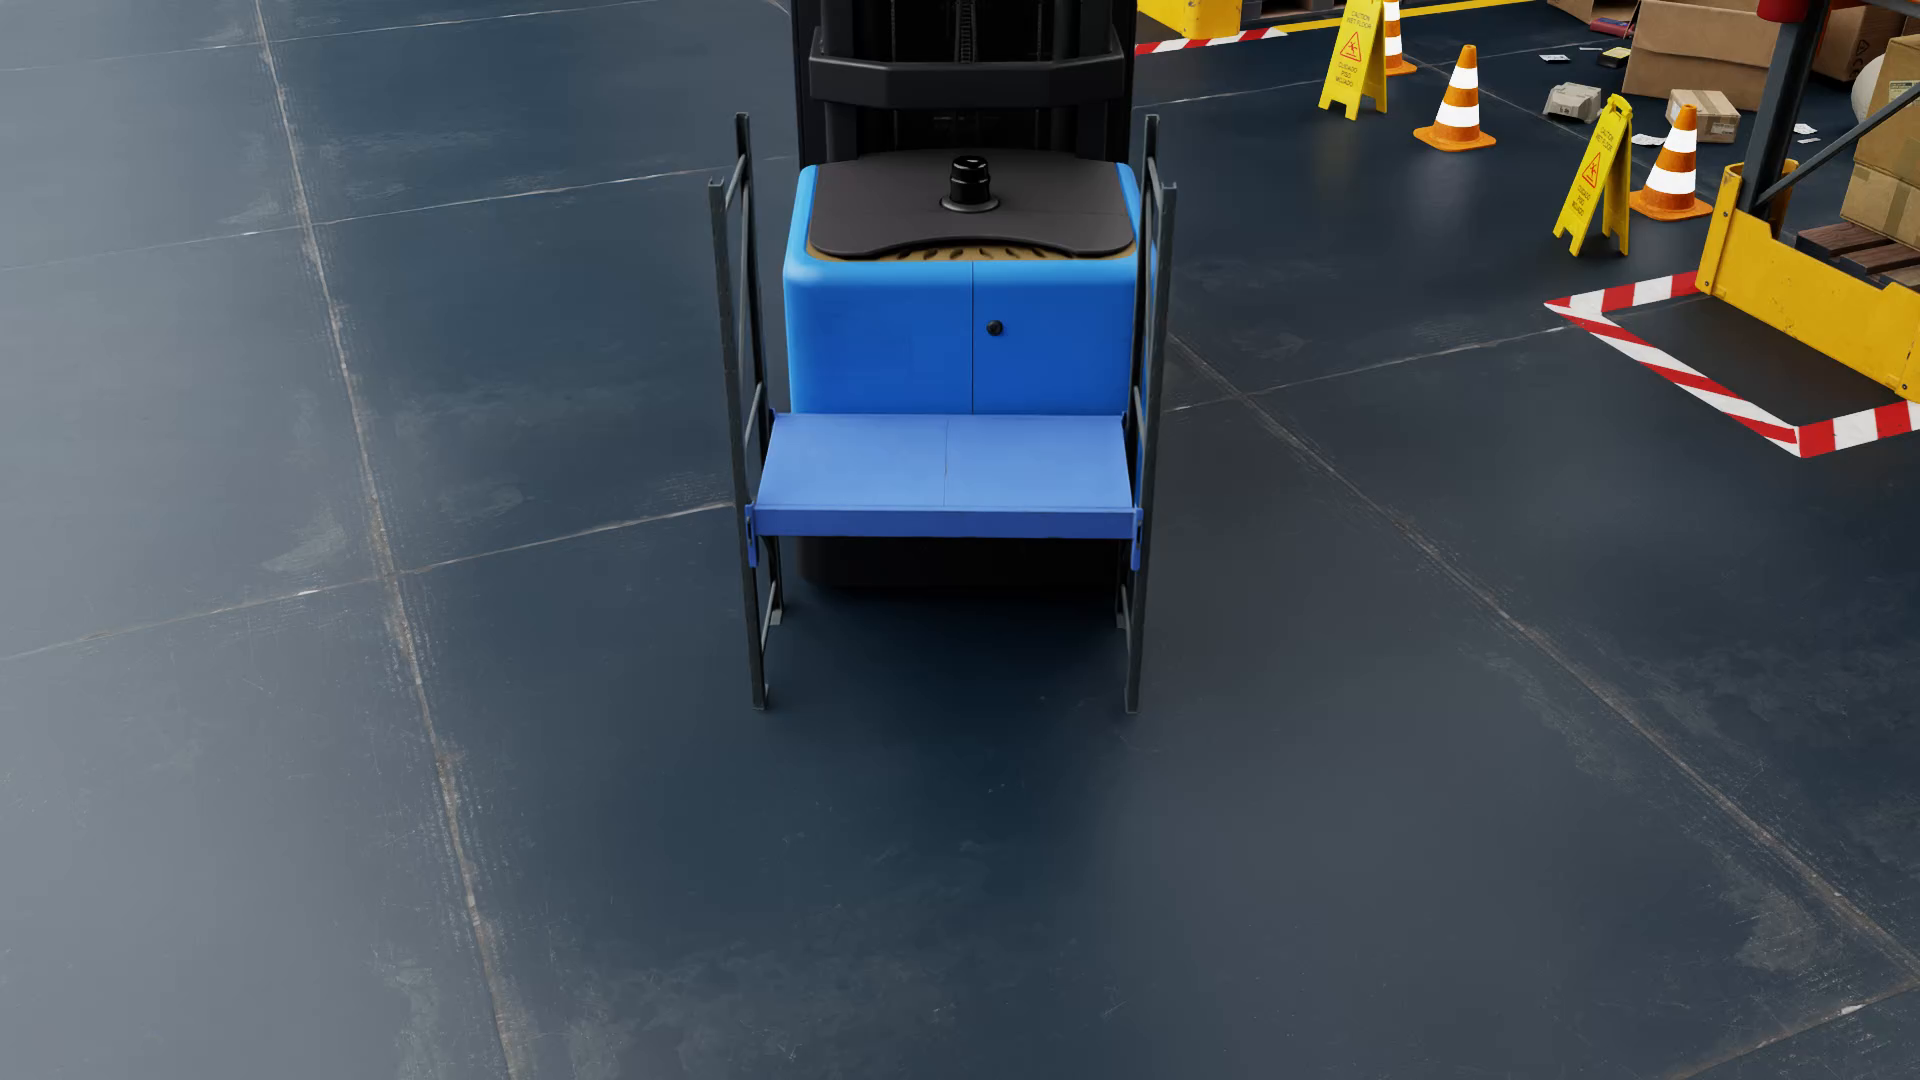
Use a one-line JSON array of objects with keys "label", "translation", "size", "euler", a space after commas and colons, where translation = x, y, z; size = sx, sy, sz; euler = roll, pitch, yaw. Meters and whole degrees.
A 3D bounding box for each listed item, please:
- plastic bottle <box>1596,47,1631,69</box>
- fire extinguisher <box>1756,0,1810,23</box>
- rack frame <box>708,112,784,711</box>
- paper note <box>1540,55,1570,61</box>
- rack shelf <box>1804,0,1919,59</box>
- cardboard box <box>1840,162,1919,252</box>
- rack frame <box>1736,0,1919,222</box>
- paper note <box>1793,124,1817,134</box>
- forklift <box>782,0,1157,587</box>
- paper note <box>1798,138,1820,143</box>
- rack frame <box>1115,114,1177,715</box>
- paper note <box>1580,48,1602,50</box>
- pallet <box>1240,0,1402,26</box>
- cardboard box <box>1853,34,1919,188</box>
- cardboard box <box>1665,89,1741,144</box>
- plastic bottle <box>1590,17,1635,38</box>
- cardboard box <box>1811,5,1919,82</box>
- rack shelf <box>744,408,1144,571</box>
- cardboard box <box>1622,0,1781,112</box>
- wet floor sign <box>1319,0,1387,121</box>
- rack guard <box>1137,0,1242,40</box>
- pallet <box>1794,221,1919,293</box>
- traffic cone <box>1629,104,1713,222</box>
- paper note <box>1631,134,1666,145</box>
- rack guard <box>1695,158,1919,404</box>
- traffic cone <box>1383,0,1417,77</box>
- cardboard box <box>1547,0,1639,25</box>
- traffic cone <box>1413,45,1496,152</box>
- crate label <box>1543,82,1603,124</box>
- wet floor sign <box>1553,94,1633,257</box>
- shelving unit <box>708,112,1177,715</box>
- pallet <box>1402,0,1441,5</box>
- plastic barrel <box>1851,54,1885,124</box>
[{"label": "plastic bottle", "translation": [3.729, -2.733, 9.394], "size": [0.283, 0.061, 0.133], "euler": [-27, 42, -35]}, {"label": "fire extinguisher", "translation": [3.042, -2.221, 5.983], "size": [0.183, 0.674, 0.296], "euler": [-13, 35, -19]}, {"label": "rack frame", "translation": [-0.545, -0.298, 4.333], "size": [0.032, 1.500, 0.500], "euler": [1, 33, 1]}, {"label": "paper note", "translation": [3.382, -2.737, 9.429], "size": [0.142, 0.017, 0.144], "euler": [-2, 33, -2]}, {"label": "rack shelf", "translation": [5.170, -2.166, 6.488], "size": [4.000, 0.370, 1.077], "euler": [-13, 35, -19]}, {"label": "cardboard box", "translation": [3.990, -1.380, 6.757], "size": [0.500, 0.250, 0.500], "euler": [-13, 35, -19]}, {"label": "rack frame", "translation": [3.326, -2.045, 5.643], "size": [0.127, 3.000, 1.000], "euler": [-13, 35, -19]}, {"label": "paper note", "translation": [4.269, -2.101, 8.461], "size": [0.142, 0.019, 0.148], "euler": [-2, 33, -2]}, {"label": "forklift", "translation": [0.007, -1.859, 5.419], "size": [1.130, 2.935, 3.031], "euler": [-1, 33, -1]}, {"label": "paper note", "translation": [4.243, -1.996, 8.308], "size": [0.123, 0.001, 0.032], "euler": [-13, 35, -19]}, {"label": "rack frame", "translation": [0.472, -0.289, 4.320], "size": [0.032, 1.500, 0.500], "euler": [1, 33, 1]}, {"label": "paper note", "translation": [3.642, -2.834, 9.597], "size": [0.123, 0.001, 0.032], "euler": [4, 33, 6]}, {"label": "pallet", "translation": [2.024, -3.552, 10.516], "size": [1.213, 0.211, 1.003], "euler": [-13, 35, -19]}, {"label": "cardboard box", "translation": [3.964, -1.683, 6.536], "size": [0.500, 0.500, 0.500], "euler": [-13, 35, -19]}, {"label": "cardboard box", "translation": [3.752, -2.143, 8.407], "size": [0.250, 0.149, 0.380], "euler": [4, 33, 6]}, {"label": "plastic bottle", "translation": [3.896, -3.030, 9.851], "size": [0.133, 0.061, 0.283], "euler": [-27, 42, -35]}, {"label": "cardboard box", "translation": [4.825, -2.901, 9.123], "size": [0.503, 0.637, 0.797], "euler": [-13, 35, -19]}, {"label": "rack shelf", "translation": [-0.036, -0.143, 4.425], "size": [1.000, 0.185, 0.538], "euler": [1, 33, 1]}, {"label": "cardboard box", "translation": [3.966, -2.643, 8.851], "size": [0.797, 0.503, 0.637], "euler": [16, 36, 23]}, {"label": "wet floor sign", "translation": [2.057, -2.525, 8.538], "size": [0.232, 0.644, 0.267], "euler": [-19, 38, -27]}, {"label": "rack guard", "translation": [1.295, -3.460, 10.110], "size": [0.348, 0.500, 1.175], "euler": [-13, 35, -19]}, {"label": "pallet", "translation": [4.159, -1.046, 6.665], "size": [1.213, 0.211, 1.003], "euler": [-13, 35, -19]}, {"label": "traffic cone", "translation": [3.223, -1.722, 7.472], "size": [0.334, 0.463, 0.336], "euler": [-13, 35, -19]}, {"label": "paper note", "translation": [3.427, -2.001, 8.298], "size": [0.142, 0.019, 0.148], "euler": [-27, 42, -35]}, {"label": "rack guard", "translation": [3.396, -1.014, 6.350], "size": [0.348, 0.500, 1.175], "euler": [-13, 35, -19]}, {"label": "traffic cone", "translation": [2.356, -2.848, 9.203], "size": [0.334, 0.463, 0.336], "euler": [-13, 35, -19]}, {"label": "cardboard box", "translation": [3.971, -3.467, 10.118], "size": [0.500, 0.500, 0.500], "euler": [-7, 34, -11]}, {"label": "traffic cone", "translation": [2.480, -2.208, 8.219], "size": [0.334, 0.463, 0.336], "euler": [-13, 35, -19]}, {"label": "crate label", "translation": [3.181, -2.269, 8.611], "size": [0.250, 0.136, 0.298], "euler": [23, 39, 30]}, {"label": "wet floor sign", "translation": [2.737, -1.557, 7.051], "size": [0.232, 0.644, 0.267], "euler": [-2, 33, -2]}, {"label": "shelving unit", "translation": [-0.036, -0.294, 4.327], "size": [1.048, 1.500, 0.538], "euler": [1, 33, 1]}, {"label": "pallet", "translation": [3.147, -3.808, 10.909], "size": [1.213, 0.211, 1.003], "euler": [-13, 35, -19]}, {"label": "plastic barrel", "translation": [4.645, -2.163, 8.186], "size": [0.421, 0.421, 0.512], "euler": [10, 34, 14]}]
